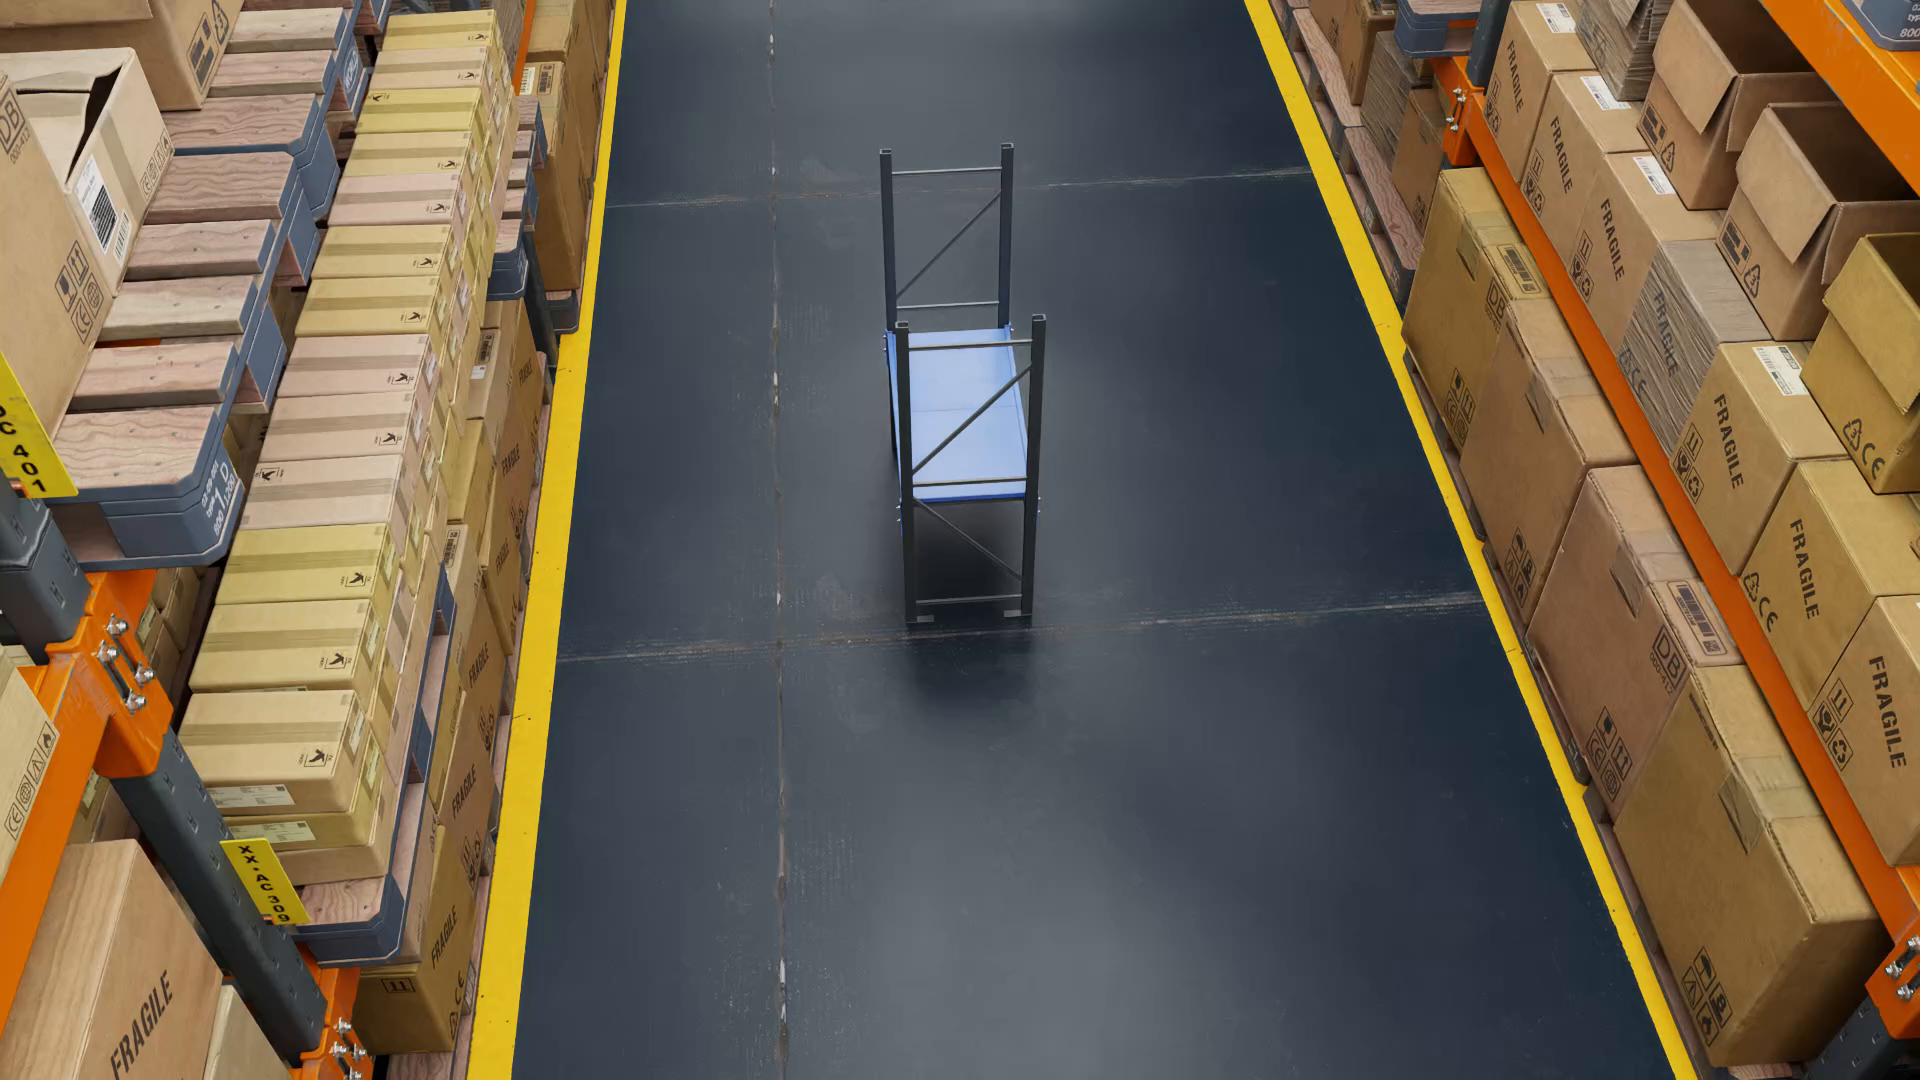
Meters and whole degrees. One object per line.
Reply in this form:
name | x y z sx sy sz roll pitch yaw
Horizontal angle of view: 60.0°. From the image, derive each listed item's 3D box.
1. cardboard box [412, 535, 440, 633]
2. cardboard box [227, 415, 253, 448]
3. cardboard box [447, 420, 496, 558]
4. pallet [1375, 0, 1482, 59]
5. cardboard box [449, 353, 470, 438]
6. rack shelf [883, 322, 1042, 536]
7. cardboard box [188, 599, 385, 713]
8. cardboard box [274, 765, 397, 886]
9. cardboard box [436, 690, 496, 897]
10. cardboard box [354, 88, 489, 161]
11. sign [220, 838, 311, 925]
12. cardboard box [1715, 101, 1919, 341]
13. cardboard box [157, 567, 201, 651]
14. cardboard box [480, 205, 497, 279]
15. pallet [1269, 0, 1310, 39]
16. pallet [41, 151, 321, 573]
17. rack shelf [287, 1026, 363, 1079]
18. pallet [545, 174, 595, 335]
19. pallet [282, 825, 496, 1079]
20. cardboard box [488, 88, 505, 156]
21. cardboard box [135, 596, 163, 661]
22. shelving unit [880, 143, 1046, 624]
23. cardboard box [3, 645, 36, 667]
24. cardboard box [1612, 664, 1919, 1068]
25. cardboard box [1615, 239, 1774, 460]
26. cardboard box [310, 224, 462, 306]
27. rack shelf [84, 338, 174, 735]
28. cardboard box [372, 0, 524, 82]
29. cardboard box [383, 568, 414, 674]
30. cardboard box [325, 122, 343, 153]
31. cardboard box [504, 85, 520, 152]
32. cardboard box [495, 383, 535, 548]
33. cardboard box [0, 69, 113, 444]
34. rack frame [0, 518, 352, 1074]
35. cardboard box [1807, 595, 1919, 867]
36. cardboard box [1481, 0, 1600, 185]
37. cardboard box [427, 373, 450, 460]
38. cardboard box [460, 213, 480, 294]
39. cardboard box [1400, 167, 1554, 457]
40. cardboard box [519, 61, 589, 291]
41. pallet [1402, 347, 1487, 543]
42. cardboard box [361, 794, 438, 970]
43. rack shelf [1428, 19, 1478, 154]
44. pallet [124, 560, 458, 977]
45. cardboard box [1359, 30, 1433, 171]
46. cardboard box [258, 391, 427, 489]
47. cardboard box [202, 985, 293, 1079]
cardboard box | -1.657 0.131 4.580 0.380 0.149 0.250 -3 47 -3
cardboard box | -2.382 -0.403 5.086 0.380 0.149 0.250 -5 47 -5
cardboard box | -1.953 -0.159 5.887 0.500 0.250 0.500 -2 47 -2
pallet | 2.434 -2.500 7.320 1.213 0.211 1.003 -3 47 -3
cardboard box | -1.724 -0.432 5.114 0.380 0.149 0.250 -5 47 -5
rack shelf | -0.007 -0.454 6.531 0.538 0.185 1.000 -3 47 -3
cardboard box | -1.621 0.289 4.021 0.380 0.149 0.250 -2 47 -2
cardboard box | -1.591 0.695 4.047 0.380 0.149 0.250 -6 47 -5
cardboard box | -1.860 0.847 5.451 0.500 0.500 0.500 -2 47 -1
cardboard box | -1.813 -1.393 5.614 0.380 0.149 0.250 -2 47 -2
sign | -1.476 0.729 3.534 0.100 0.325 0.005 -3 47 -3
cardboard box | 2.759 -0.950 4.960 0.797 0.503 0.637 -2 47 -2
cardboard box | -2.309 0.182 4.532 0.380 0.149 0.250 -6 47 -5
cardboard box | -1.794 -1.011 5.662 0.380 0.149 0.250 -4 47 -4
pallet | 2.331 -3.429 9.988 1.003 0.211 1.213 -3 47 -3
pallet | -1.962 -0.354 3.220 1.213 0.211 1.003 -3 47 -3
rack shelf | -1.849 2.760 2.702 1.077 0.370 4.000 -3 47 -3
pallet | -2.342 -1.445 8.109 1.003 0.211 1.213 -3 47 -3
pallet | -2.083 1.461 5.357 1.003 0.211 1.213 -3 47 -3
cardboard box | -1.832 -1.466 5.888 0.380 0.149 0.250 -2 47 -2
cardboard box | -2.288 0.259 4.254 0.380 0.149 0.250 -2 47 -2
shelving unit | -0.007 -0.577 6.400 0.538 1.500 1.048 -3 47 -3
cardboard box | -2.268 0.330 3.982 0.380 0.149 0.250 -5 47 -4
cardboard box | 2.861 0.962 5.084 1.225 0.875 0.875 -3 47 -3
cardboard box | 2.501 -0.618 5.337 0.500 0.500 0.500 -3 47 -3
cardboard box | -1.747 -0.829 5.079 0.380 0.149 0.250 -1 47 -1
rack shelf | -2.184 -1.166 4.354 1.077 0.370 4.000 -3 47 -3
cardboard box | -2.120 -2.204 6.839 0.500 0.500 0.500 -3 47 -3
cardboard box | -1.637 0.218 4.293 0.380 0.149 0.250 -2 47 -2
cardboard box | -2.515 -1.551 6.173 0.380 0.149 0.250 -4 47 -4
cardboard box | -1.852 -1.558 6.179 0.380 0.149 0.250 -3 47 -3
cardboard box | -1.996 -0.277 6.516 0.500 0.500 0.500 -2 47 -2
cardboard box | -1.939 -0.426 2.800 0.700 0.500 0.500 -3 47 -3
rack frame | -2.016 1.066 3.811 1.000 3.000 0.127 -3 47 -3
cardboard box | 2.623 0.481 4.296 0.500 0.500 0.500 -3 47 -3
cardboard box | 2.369 -1.723 6.384 0.500 0.500 0.500 -2 47 -2
cardboard box | -1.706 -0.357 4.837 0.380 0.149 0.250 -4 47 -4
cardboard box | -1.769 -0.915 5.366 0.380 0.149 0.250 -4 47 -4
cardboard box | 2.637 -0.970 6.913 1.225 0.875 0.875 -5 47 -5
cardboard box | -2.313 -1.645 7.639 1.050 0.750 0.750 -4 47 -4
pallet | 2.591 -0.523 7.236 1.003 0.211 1.213 -3 47 -3
cardboard box | -1.815 0.972 4.816 0.500 0.250 0.500 -5 47 -5
rack shelf | 2.432 -3.257 8.400 1.077 0.370 4.000 -3 47 -3
pallet | -1.936 0.570 4.413 1.003 0.211 1.213 -3 47 -3
cardboard box | 2.464 -2.233 8.354 0.700 0.500 0.500 -7 47 -7
cardboard box | -1.680 -0.263 4.544 0.380 0.149 0.250 -4 47 -4
cardboard box | -1.694 1.262 3.352 0.500 0.500 0.500 -3 47 -3
